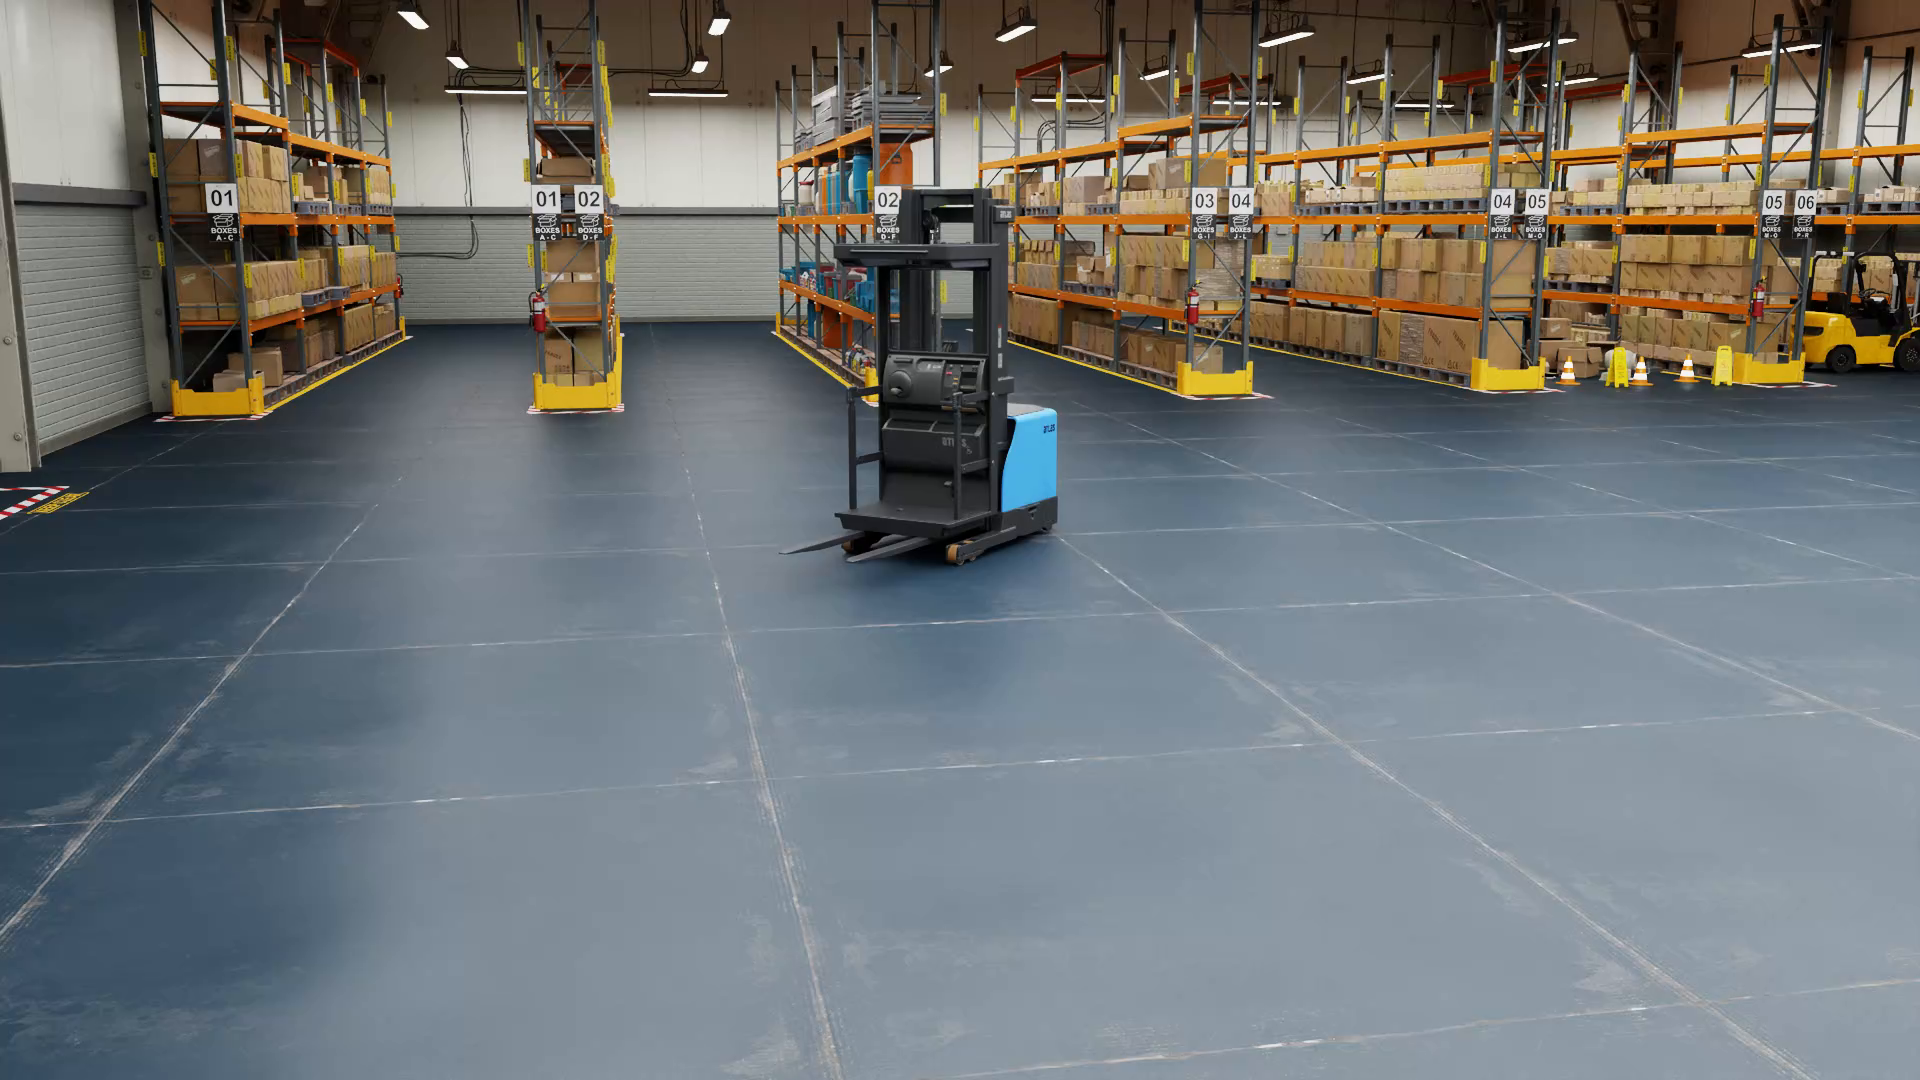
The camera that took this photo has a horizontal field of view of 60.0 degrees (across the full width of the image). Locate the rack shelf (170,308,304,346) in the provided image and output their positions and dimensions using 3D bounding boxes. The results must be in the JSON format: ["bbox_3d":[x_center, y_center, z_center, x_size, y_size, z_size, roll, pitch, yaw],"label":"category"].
[{"bbox_3d":[-10.901,-3.267,25.264,1.077,0.370,4.000,-2,11,-11],"label":"rack shelf"}]

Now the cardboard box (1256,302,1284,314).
[{"bbox_3d":[6.811,-5.072,36.379,0.500,0.250,0.500,-2,11,-10],"label":"cardboard box"}]

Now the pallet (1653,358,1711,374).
[{"bbox_3d":[13.413,-3.172,30.299,1.003,0.211,1.213,-2,11,-11],"label":"pallet"}]

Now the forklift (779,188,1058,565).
[{"bbox_3d":[-0.316,-1.338,13.386,1.130,2.935,3.031,6,12,29],"label":"forklift"}]

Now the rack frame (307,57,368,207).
[{"bbox_3d":[-12.846,-8.402,34.272,1.000,3.000,0.127,-2,11,-11],"label":"rack frame"}]

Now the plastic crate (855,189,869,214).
[{"bbox_3d":[-1.460,-5.419,26.664,0.392,0.384,0.575,-2,11,-11],"label":"plastic crate"}]

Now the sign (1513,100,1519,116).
[{"bbox_3d":[11.686,-9.085,34.939,0.100,0.325,0.005,-2,11,-11],"label":"sign"}]

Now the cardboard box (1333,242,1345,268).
[{"bbox_3d":[7.772,-5.600,32.657,0.700,0.500,0.500,-2,11,-12],"label":"cardboard box"}]

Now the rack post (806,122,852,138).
[{"bbox_3d":[-2.531,-8.123,33.008,0.954,0.300,0.937,-2,11,-11],"label":"rack post"}]

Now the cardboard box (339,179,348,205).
[{"bbox_3d":[-12.610,-6.928,33.109,0.700,0.500,0.500,-2,11,-12],"label":"cardboard box"}]

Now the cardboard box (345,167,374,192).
[{"bbox_3d":[-12.709,-7.619,35.188,0.500,0.500,0.500,-2,11,-12],"label":"cardboard box"}]

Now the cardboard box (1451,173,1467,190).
[{"bbox_3d":[8.484,-5.929,27.517,0.500,0.250,0.500,-2,11,-11],"label":"cardboard box"}]

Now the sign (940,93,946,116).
[{"bbox_3d":[-0.253,-6.478,24.722,0.100,0.325,0.005,-2,11,-11],"label":"sign"}]

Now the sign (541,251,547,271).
[{"bbox_3d":[-6.962,-4.677,27.860,0.100,0.325,0.005,-2,11,-11],"label":"sign"}]

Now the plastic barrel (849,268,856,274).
[{"bbox_3d":[-1.940,-4.955,31.910,0.421,0.512,0.421,0,11,0],"label":"plastic barrel"}]

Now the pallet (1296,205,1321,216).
[{"bbox_3d":[7.571,-6.688,33.795,1.213,0.211,1.003,-2,11,-8],"label":"pallet"}]

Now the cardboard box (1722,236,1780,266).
[{"bbox_3d":[13.472,-4.927,28.322,0.700,0.500,0.500,-2,11,-12],"label":"cardboard box"}]

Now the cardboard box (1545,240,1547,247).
[{"bbox_3d":[12.373,-6.262,36.130,0.500,0.500,0.500,-2,11,-13],"label":"cardboard box"}]

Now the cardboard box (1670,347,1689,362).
[{"bbox_3d":[13.164,-3.340,29.951,0.500,0.250,0.500,-3,11,-13],"label":"cardboard box"}]

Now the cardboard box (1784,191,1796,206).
[{"bbox_3d":[13.949,-5.803,28.243,0.500,0.250,0.500,-2,11,-12],"label":"cardboard box"}]

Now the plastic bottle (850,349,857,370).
[{"bbox_3d":[-1.785,-3.065,28.185,0.144,0.351,0.185,-3,11,-13],"label":"plastic bottle"}]

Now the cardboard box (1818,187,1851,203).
[{"bbox_3d":[17.496,-6.879,33.139,0.500,0.311,0.500,-2,11,-13],"label":"cardboard box"}]

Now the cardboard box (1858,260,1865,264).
[{"bbox_3d":[17.679,-5.369,32.381,0.380,0.149,0.250,-2,11,-12],"label":"cardboard box"}]

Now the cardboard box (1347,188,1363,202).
[{"bbox_3d":[7.716,-6.563,31.646,0.500,0.250,0.500,-2,11,-11],"label":"cardboard box"}]

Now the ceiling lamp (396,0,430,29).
[{"bbox_3d":[-8.511,-9.879,26.424,0.800,3.185,2.000,-2,11,-11],"label":"ceiling lamp"}]

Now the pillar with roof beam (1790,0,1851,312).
[{"bbox_3d":[14.012,-8.387,34.196,9.100,9.000,0.548,-2,11,-11],"label":"pillar with roof beam"}]

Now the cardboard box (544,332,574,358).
[{"bbox_3d":[-6.354,-3.021,26.270,0.500,0.500,0.500,-2,11,-11],"label":"cardboard box"}]

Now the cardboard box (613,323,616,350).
[{"bbox_3d":[-7.017,-3.984,32.614,0.500,0.500,0.500,-2,11,-9],"label":"cardboard box"}]

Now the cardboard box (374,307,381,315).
[{"bbox_3d":[-12.778,-4.962,36.072,0.380,0.149,0.250,-2,11,-9],"label":"cardboard box"}]

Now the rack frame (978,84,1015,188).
[{"bbox_3d":[0.953,-9.676,40.966,1.000,3.000,0.127,-2,11,-11],"label":"rack frame"}]

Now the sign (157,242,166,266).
[{"bbox_3d":[-11.060,-3.961,23.045,0.100,0.325,0.005,-2,11,-11],"label":"sign"}]

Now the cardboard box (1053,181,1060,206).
[{"bbox_3d":[2.319,-7.101,34.062,0.797,0.503,0.637,-1,11,-8],"label":"cardboard box"}]

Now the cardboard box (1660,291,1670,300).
[{"bbox_3d":[12.994,-4.460,30.281,0.380,0.149,0.250,-2,11,-11],"label":"cardboard box"}]

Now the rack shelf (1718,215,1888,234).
[{"bbox_3d":[17.487,-6.556,34.523,1.077,0.370,4.000,-2,11,-11],"label":"rack shelf"}]

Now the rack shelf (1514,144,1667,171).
[{"bbox_3d":[12.618,-7.652,33.328,1.077,0.370,4.000,-2,11,-11],"label":"rack shelf"}]

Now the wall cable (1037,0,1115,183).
[{"bbox_3d":[3.234,-12.419,46.772,2.277,5.999,0.120,-2,11,-11],"label":"wall cable"}]

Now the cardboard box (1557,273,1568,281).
[{"bbox_3d":[12.377,-5.340,33.780,0.380,0.149,0.250,-2,11,-9],"label":"cardboard box"}]

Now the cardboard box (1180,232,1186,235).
[{"bbox_3d":[5.769,-7.393,41.278,0.500,0.500,0.500,-2,11,-9],"label":"cardboard box"}]

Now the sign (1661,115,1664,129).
[{"bbox_3d":[16.863,-10.042,39.966,0.100,0.325,0.005,-2,11,-11],"label":"sign"}]

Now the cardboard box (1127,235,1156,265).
[{"bbox_3d":[3.223,-5.031,28.869,0.500,0.500,0.500,-2,11,-11],"label":"cardboard box"}]

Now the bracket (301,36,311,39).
[{"bbox_3d":[-13.401,-10.204,34.113,0.235,0.232,0.430,-2,11,-11],"label":"bracket"}]

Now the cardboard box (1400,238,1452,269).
[{"bbox_3d":[8.431,-5.128,29.829,0.875,0.550,0.550,-2,11,-11],"label":"cardboard box"}]

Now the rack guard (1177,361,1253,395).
[{"bbox_3d":[4.050,-2.580,26.416,1.175,0.500,0.348,-2,11,-11],"label":"rack guard"}]

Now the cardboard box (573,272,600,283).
[{"bbox_3d":[-5.518,-3.882,24.569,0.380,0.149,0.250,-2,11,-11],"label":"cardboard box"}]

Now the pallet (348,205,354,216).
[{"bbox_3d":[-12.465,-6.423,32.403,1.003,0.211,1.213,-2,11,-8],"label":"pallet"}]

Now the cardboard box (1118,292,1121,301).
[{"bbox_3d":[3.033,-4.354,29.722,0.380,0.149,0.250,-2,11,-11],"label":"cardboard box"}]
